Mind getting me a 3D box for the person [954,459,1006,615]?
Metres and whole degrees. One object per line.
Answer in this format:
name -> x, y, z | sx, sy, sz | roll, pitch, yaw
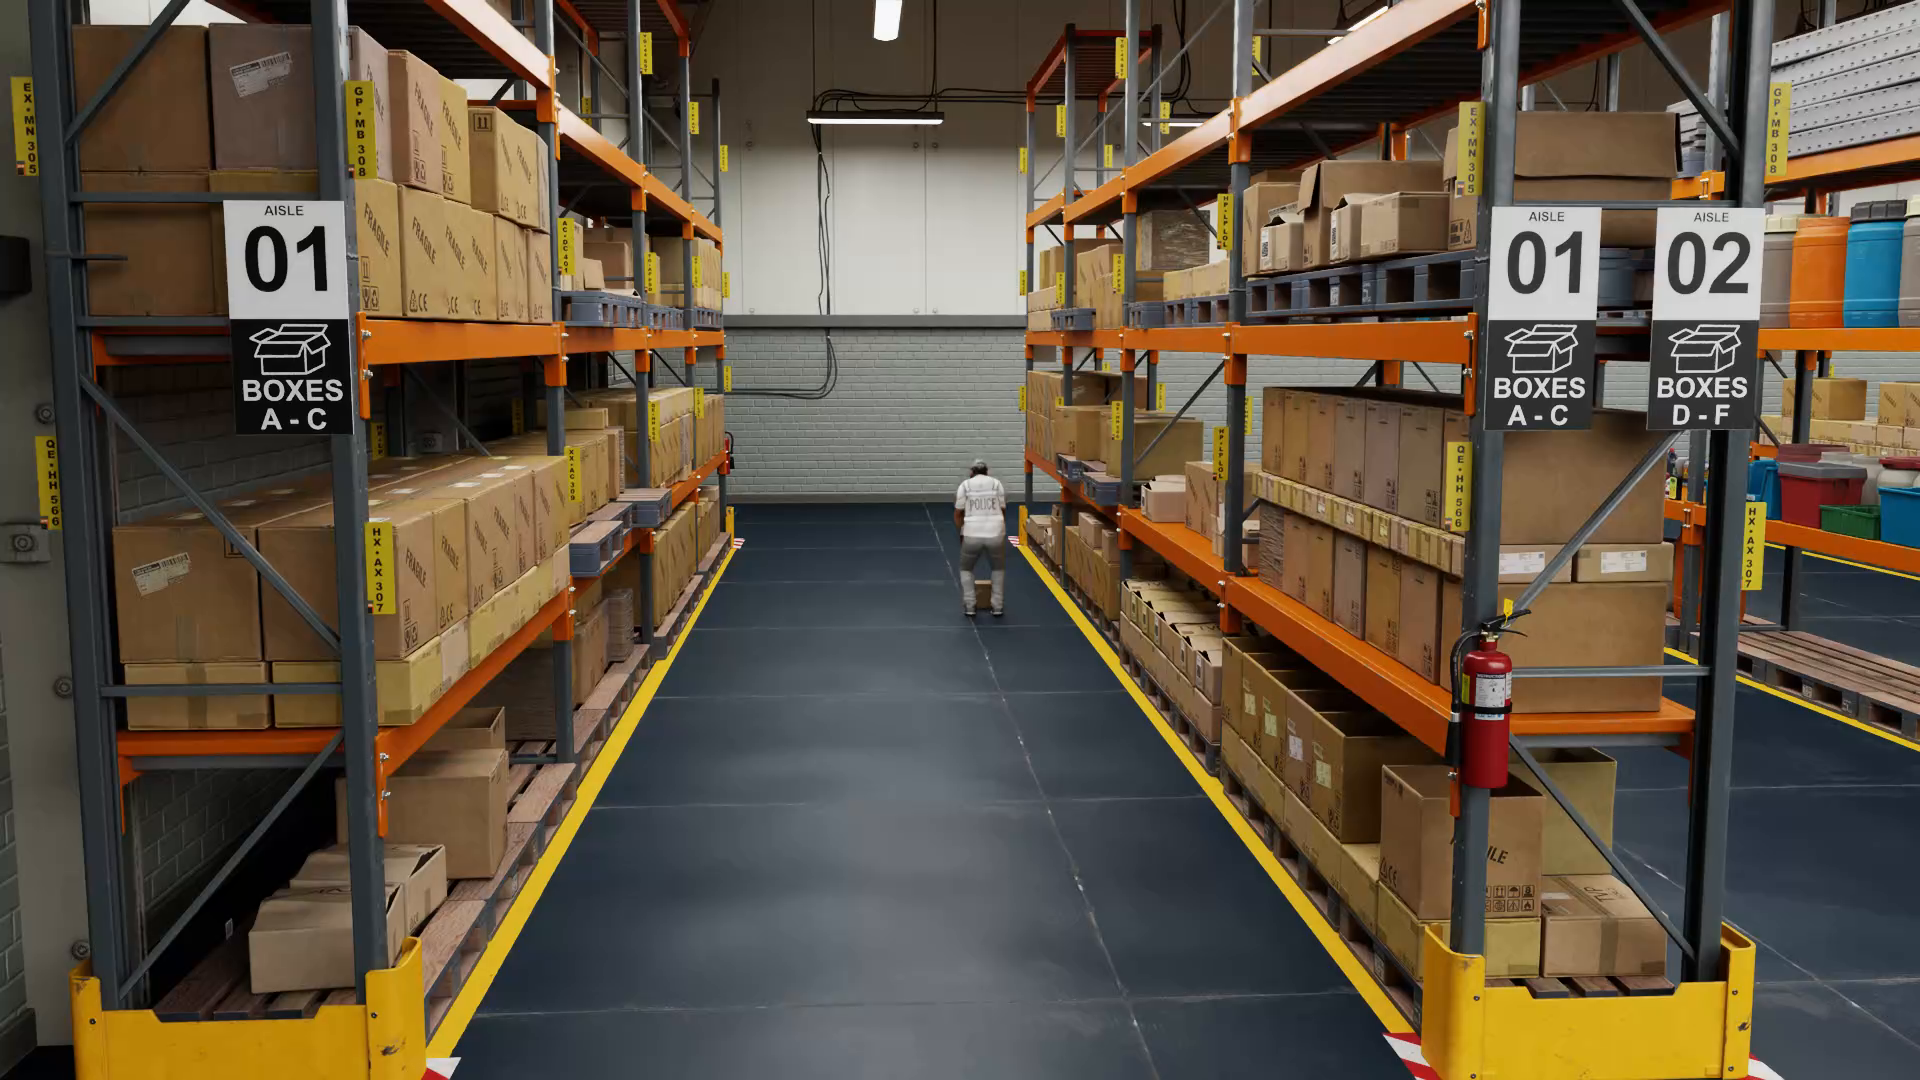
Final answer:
person -> 0.200, -0.021, 16.478 | 0.519, 1.541, 0.591 | 0, 7, -2
